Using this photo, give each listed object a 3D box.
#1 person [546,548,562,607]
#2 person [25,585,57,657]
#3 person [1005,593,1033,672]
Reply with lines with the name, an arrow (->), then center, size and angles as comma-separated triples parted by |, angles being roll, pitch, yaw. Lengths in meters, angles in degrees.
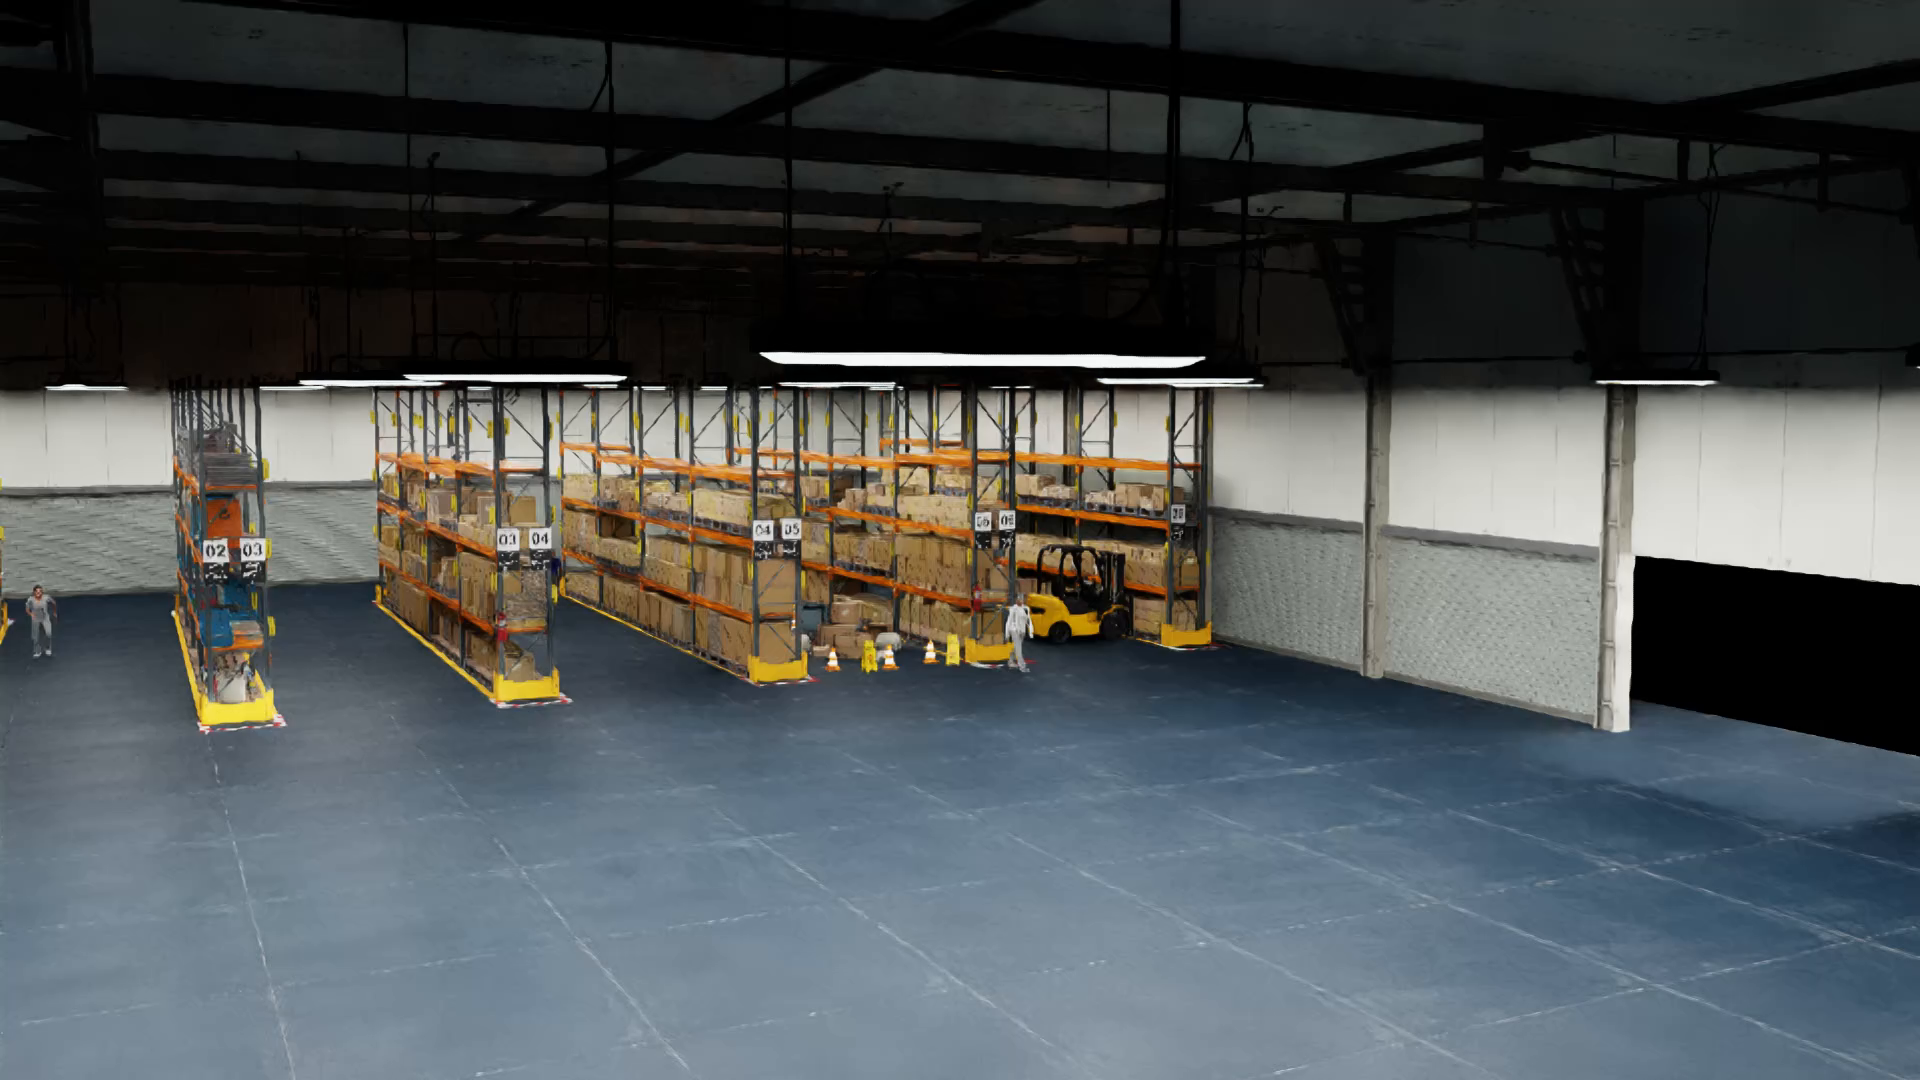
person -> -10.885, 1.003, 44.271 | 0.592, 1.590, 0.517 | -3, 6, -28
person -> -19.817, 1.746, 35.861 | 0.568, 1.595, 0.801 | -2, 5, -21
person -> 1.233, 1.869, 34.142 | 0.500, 1.625, 0.997 | -3, 6, -28
